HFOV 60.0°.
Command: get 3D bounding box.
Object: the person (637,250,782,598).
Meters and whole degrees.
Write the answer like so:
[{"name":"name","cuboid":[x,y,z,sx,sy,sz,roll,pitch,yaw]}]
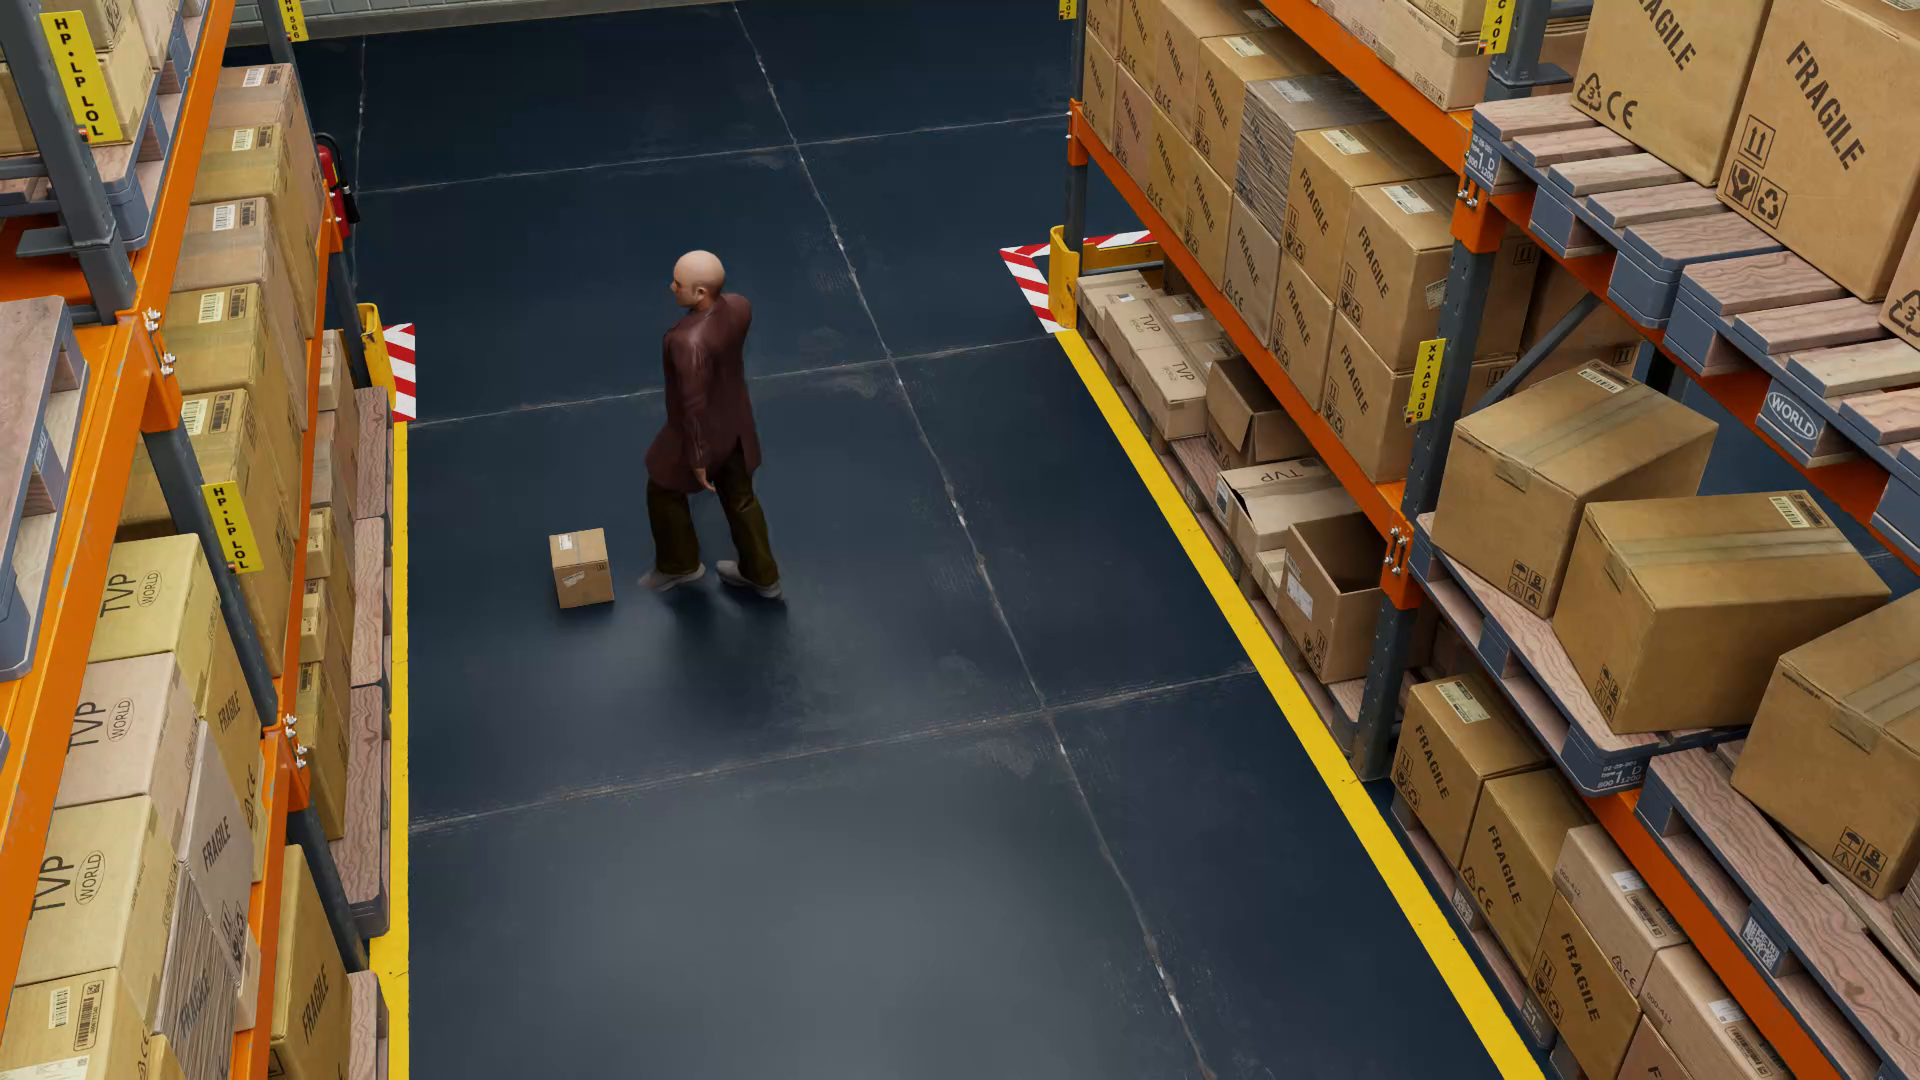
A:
[{"name":"person","cuboid":[-1.156,-0.484,7.373,0.695,1.832,0.598,20,42,24]}]
